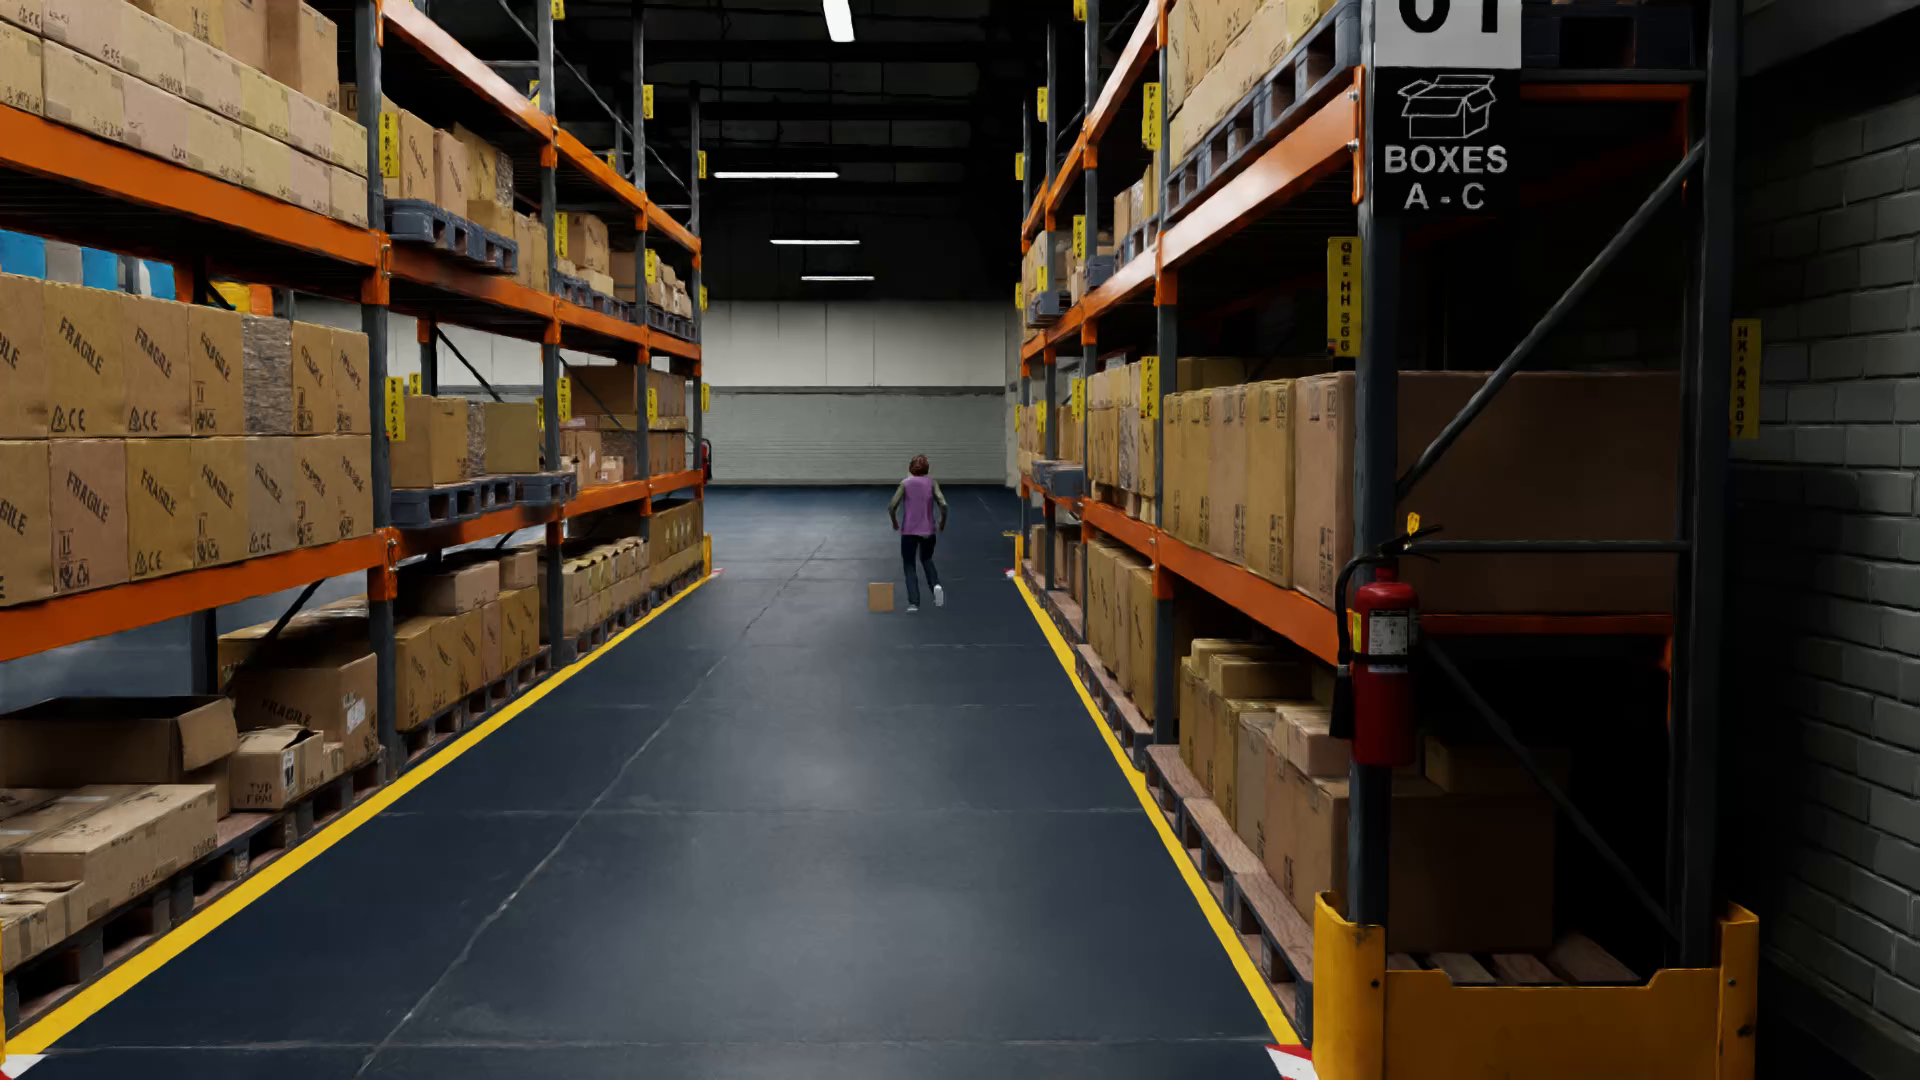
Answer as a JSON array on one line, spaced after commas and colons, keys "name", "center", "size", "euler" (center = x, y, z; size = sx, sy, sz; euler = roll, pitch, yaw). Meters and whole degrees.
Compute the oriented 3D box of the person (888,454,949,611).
[{"name": "person", "center": [-0.432, -0.069, 16.435], "size": [0.591, 1.570, 0.440], "euler": [-1, 4, -12]}]
